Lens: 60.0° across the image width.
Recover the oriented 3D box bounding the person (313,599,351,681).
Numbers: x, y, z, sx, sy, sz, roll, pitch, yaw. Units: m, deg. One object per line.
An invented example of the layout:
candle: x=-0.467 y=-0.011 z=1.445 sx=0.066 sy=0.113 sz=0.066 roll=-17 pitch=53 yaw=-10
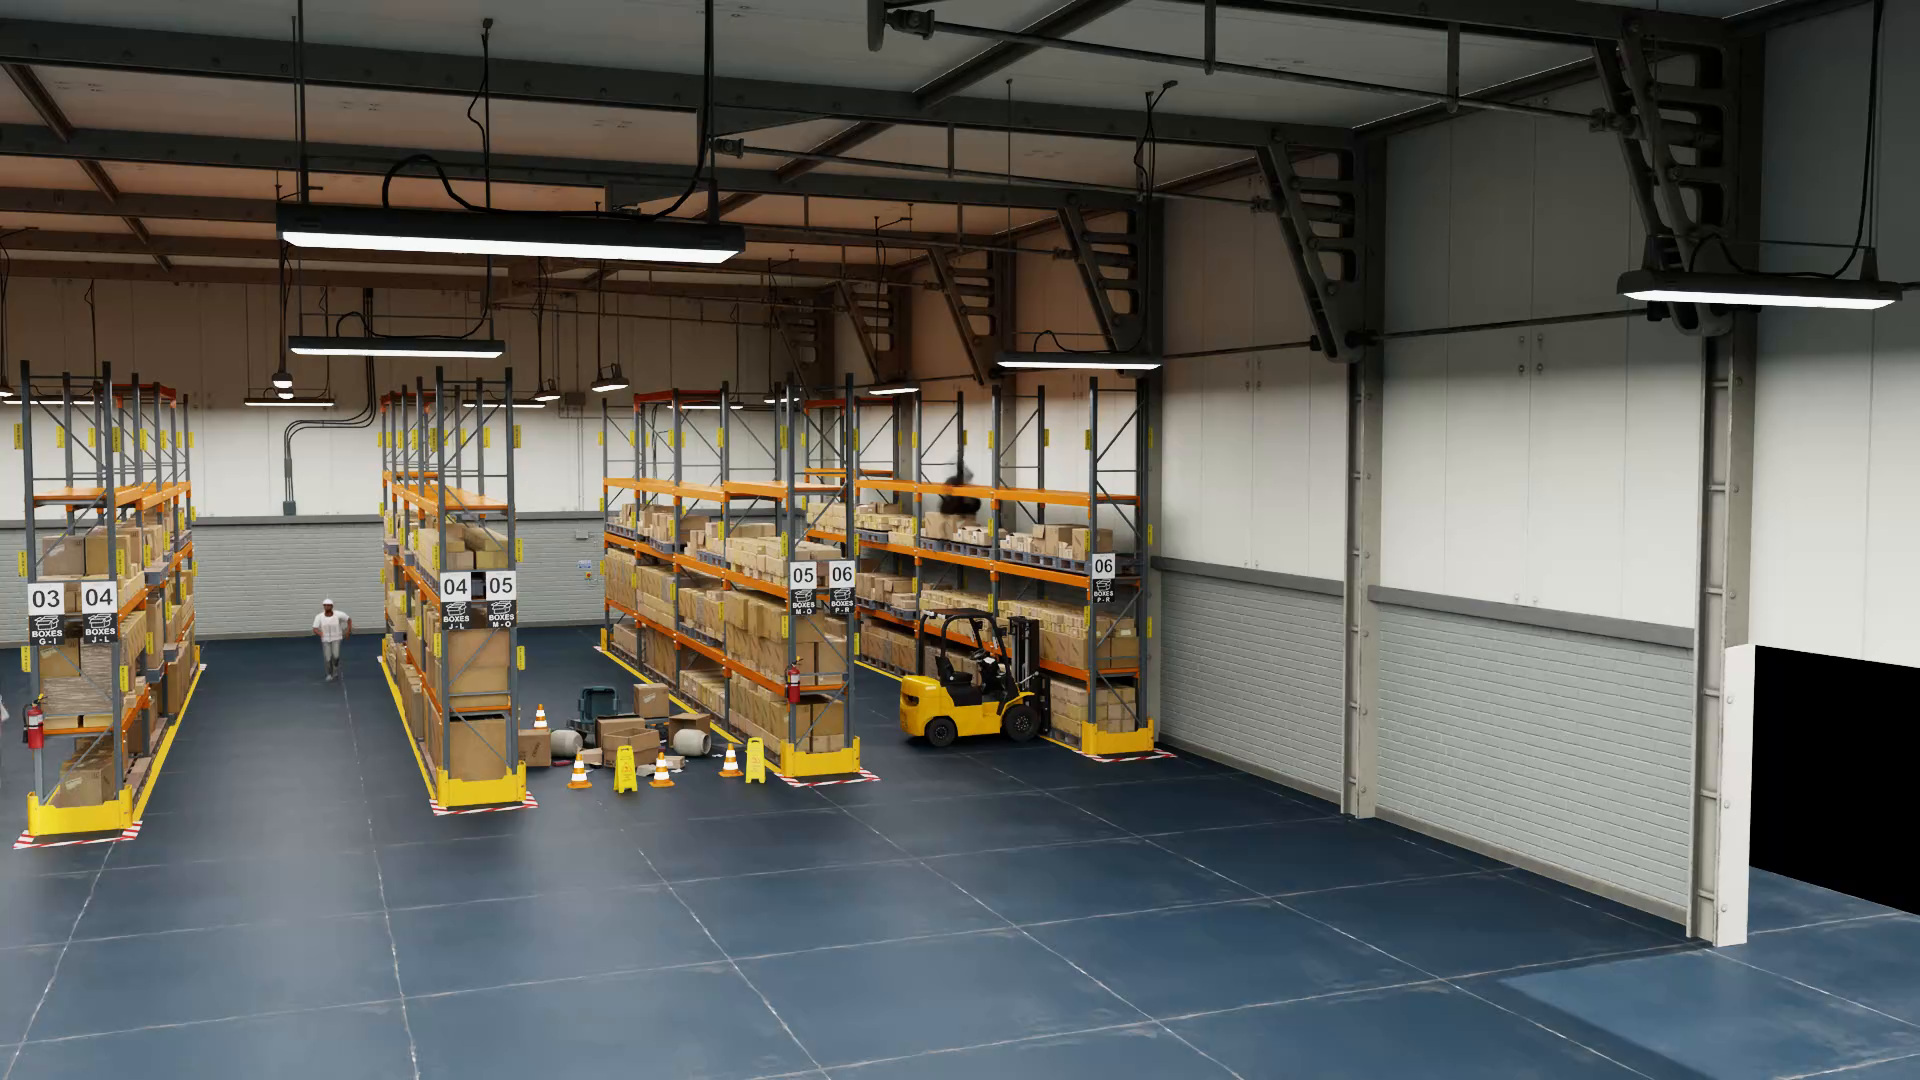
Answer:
person: x=-12.954 y=2.070 z=34.287 sx=0.726 sy=1.714 sz=0.743 roll=-1 pitch=4 yaw=-13

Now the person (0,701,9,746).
person: x=-13.691 y=2.799 z=23.448 sx=0.526 sy=1.598 sz=0.815 roll=-1 pitch=4 yaw=-18
